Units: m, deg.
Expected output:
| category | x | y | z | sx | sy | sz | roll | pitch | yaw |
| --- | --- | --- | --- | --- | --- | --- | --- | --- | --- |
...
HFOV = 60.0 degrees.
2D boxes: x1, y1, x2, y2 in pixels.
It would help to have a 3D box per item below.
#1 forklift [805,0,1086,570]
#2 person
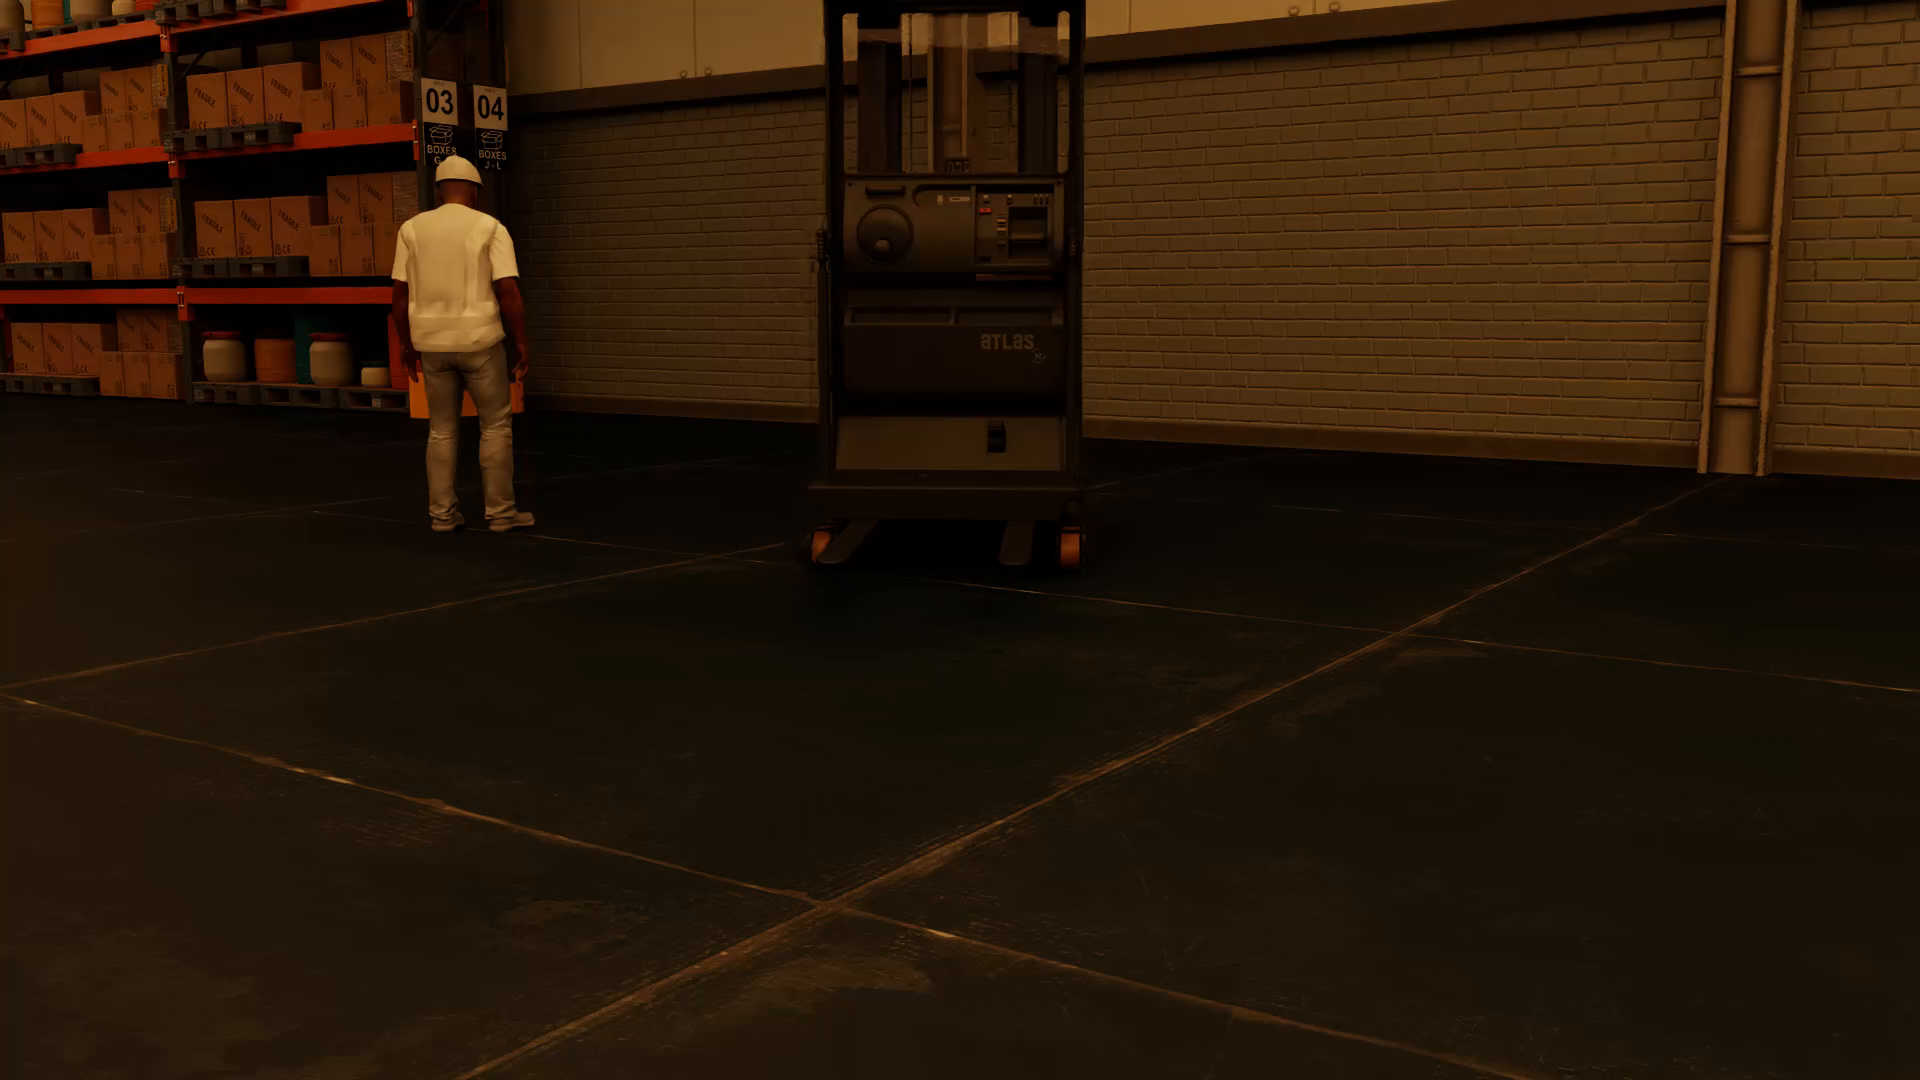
| category | x | y | z | sx | sy | sz | roll | pitch | yaw |
| --- | --- | --- | --- | --- | --- | --- | --- | --- | --- |
| forklift | -0.037 | -1.365 | 6.794 | 1.130 | 2.935 | 3.031 | 0 | 8 | 3 |
| person | -2.341 | -0.922 | 7.852 | 0.636 | 1.759 | 0.460 | 1 | 8 | 6 |
